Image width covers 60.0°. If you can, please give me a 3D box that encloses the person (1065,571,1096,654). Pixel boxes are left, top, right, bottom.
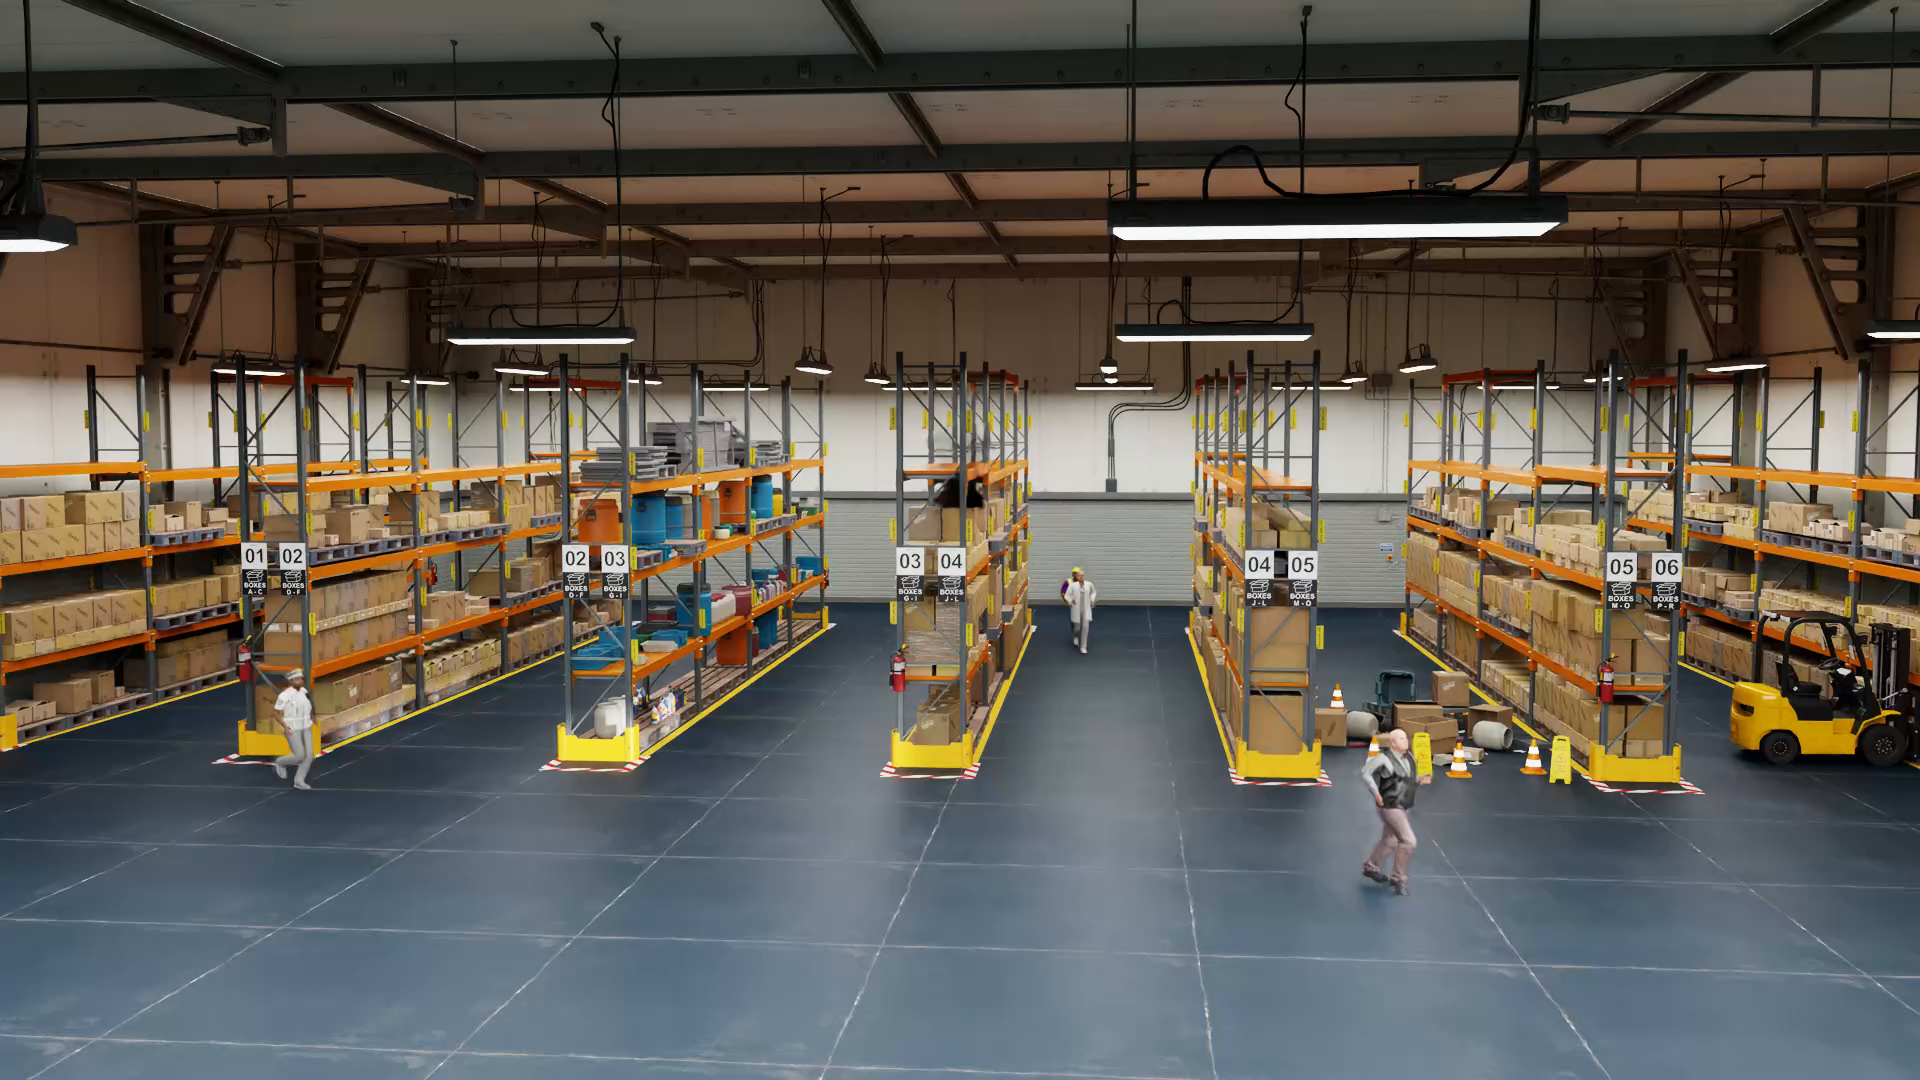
[{"bbox_3d":[2.636,1.549,36.207,0.710,1.772,0.985,0,4,-4],"label":"person"}]

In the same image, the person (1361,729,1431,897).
[{"bbox_3d":[4.656,2.900,17.757,0.626,1.790,0.767,-4,6,-45],"label":"person"}]

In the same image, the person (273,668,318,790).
[{"bbox_3d":[-9.071,2.571,22.714,0.570,1.661,0.584,2,5,30],"label":"person"}]

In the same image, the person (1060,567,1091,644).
[{"bbox_3d":[2.605,1.477,37.563,0.689,1.736,0.631,0,4,3],"label":"person"}]
